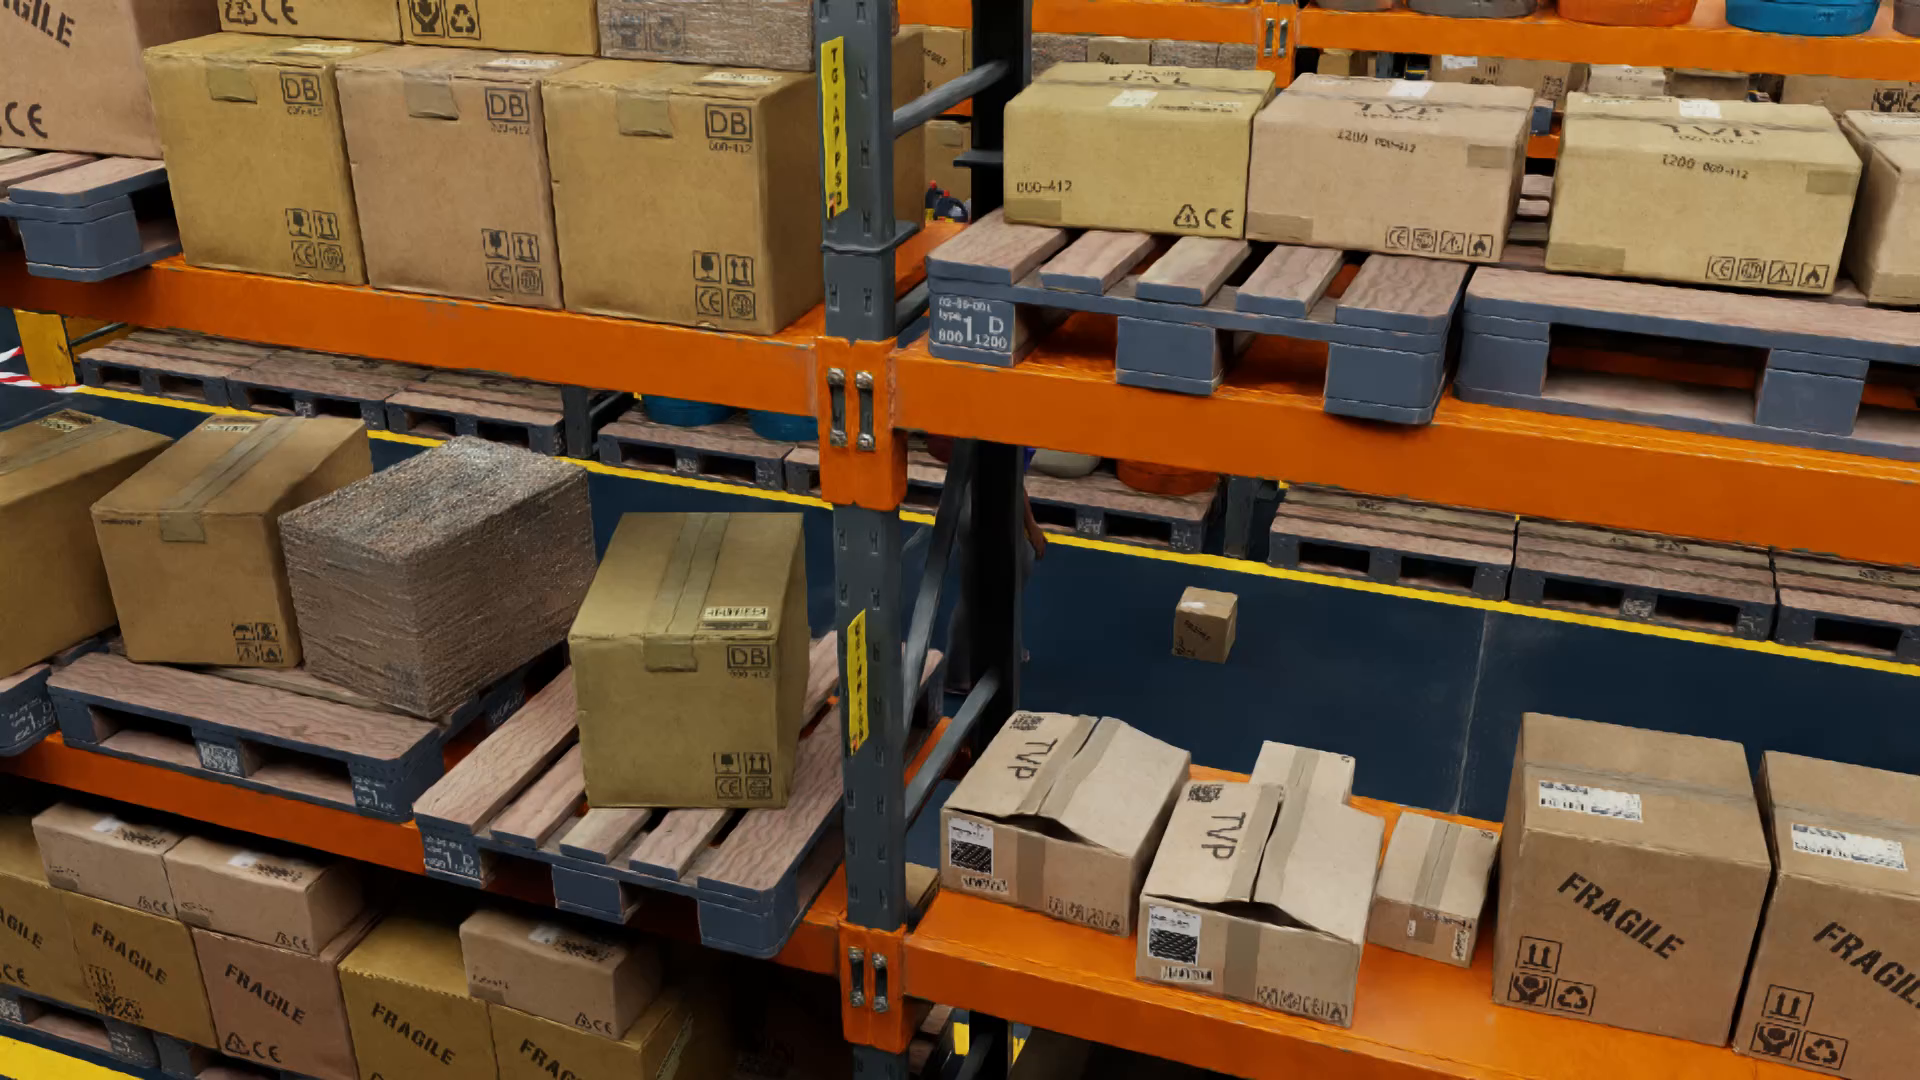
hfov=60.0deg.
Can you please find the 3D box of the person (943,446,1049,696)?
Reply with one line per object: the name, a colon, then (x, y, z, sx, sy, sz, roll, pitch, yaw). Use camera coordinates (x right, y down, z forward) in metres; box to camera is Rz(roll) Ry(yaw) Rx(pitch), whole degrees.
person: (0.132, -0.111, 7.345, 0.461, 1.637, 0.576, -3, 26, -7)
